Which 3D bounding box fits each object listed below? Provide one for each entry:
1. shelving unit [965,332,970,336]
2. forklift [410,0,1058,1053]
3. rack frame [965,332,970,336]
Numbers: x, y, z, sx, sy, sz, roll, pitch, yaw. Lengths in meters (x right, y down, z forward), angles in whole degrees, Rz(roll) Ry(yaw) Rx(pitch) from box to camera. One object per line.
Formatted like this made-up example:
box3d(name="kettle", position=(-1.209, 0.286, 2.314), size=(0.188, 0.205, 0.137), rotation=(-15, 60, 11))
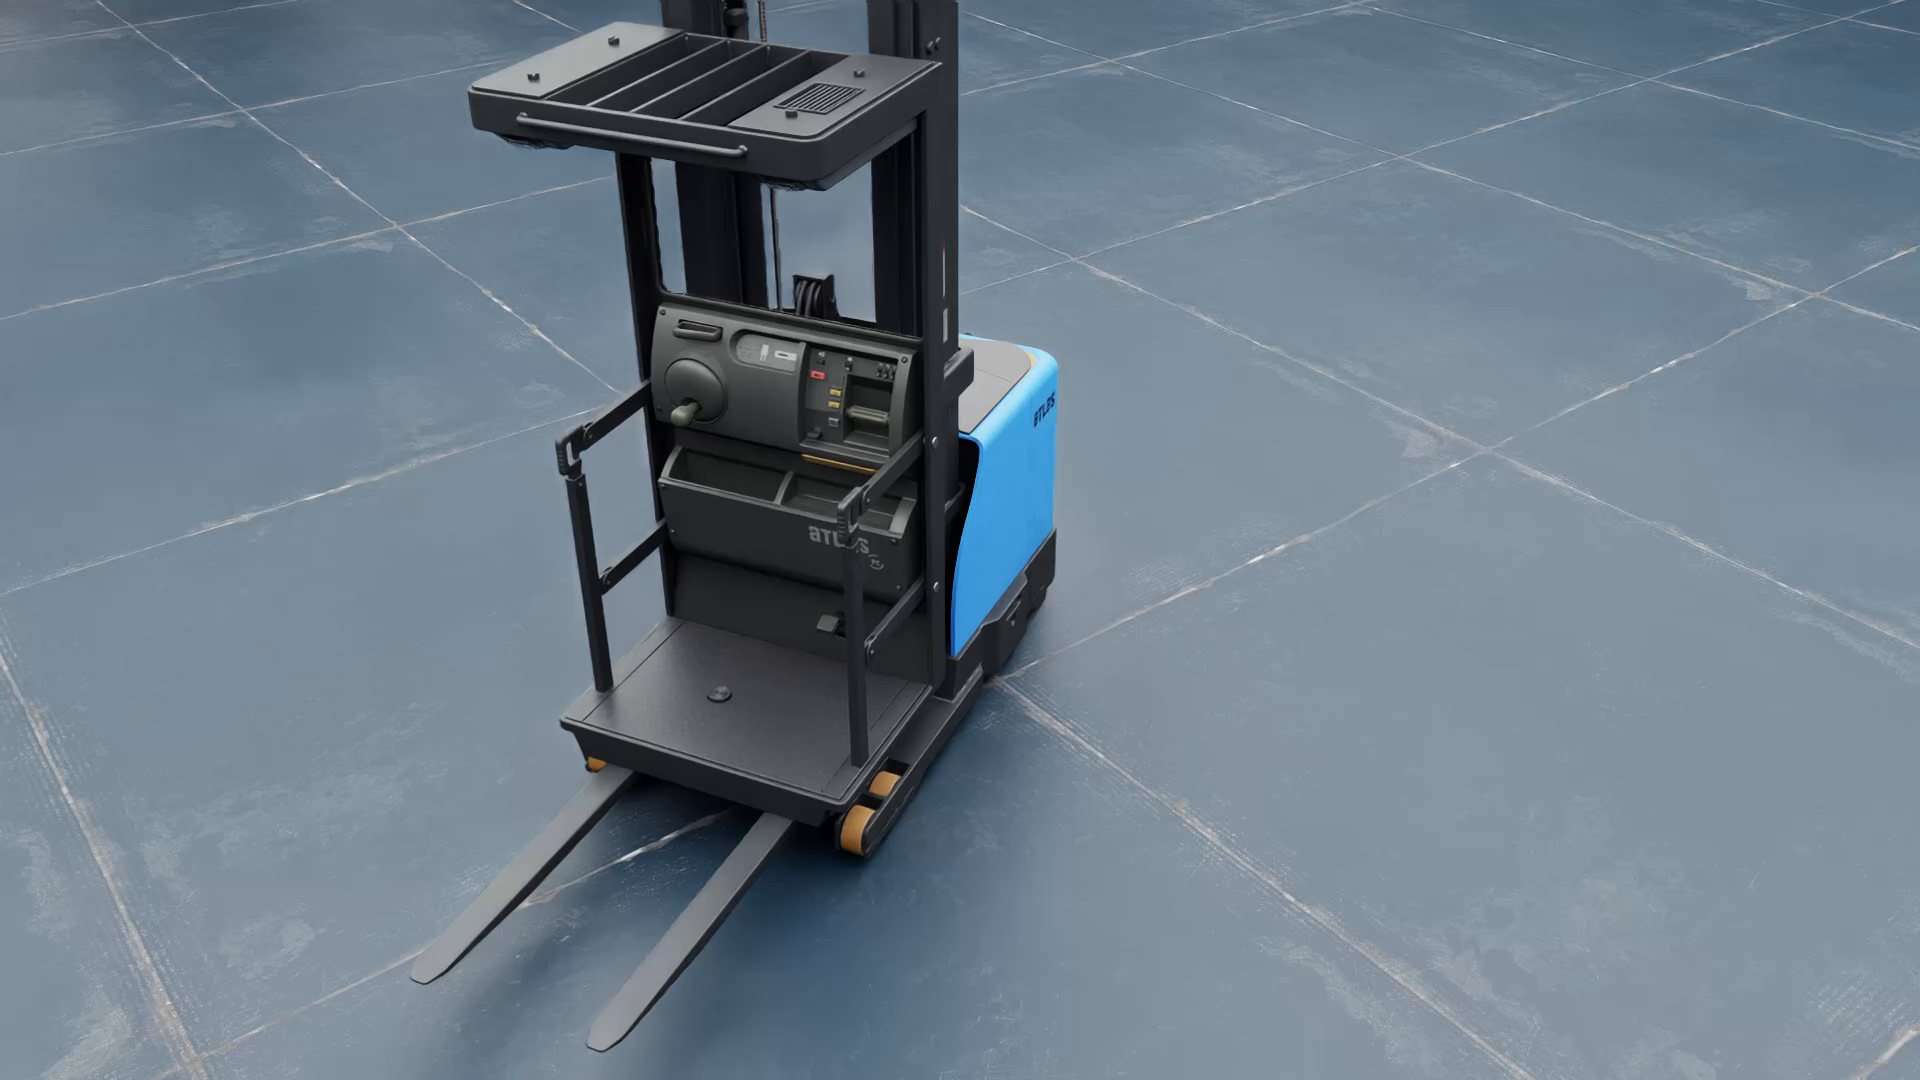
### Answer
box3d(name="shelving unit", position=(0.010, -0.406, 7.051), size=(0.258, 0.900, 0.210), rotation=(-23, 38, -32))
box3d(name="forklift", position=(-0.669, -0.451, 5.198), size=(1.130, 2.935, 3.031), rotation=(13, 34, 20))
box3d(name="rack frame", position=(-0.053, -0.448, 7.119), size=(0.240, 0.900, 0.006), rotation=(-23, 38, -32))
